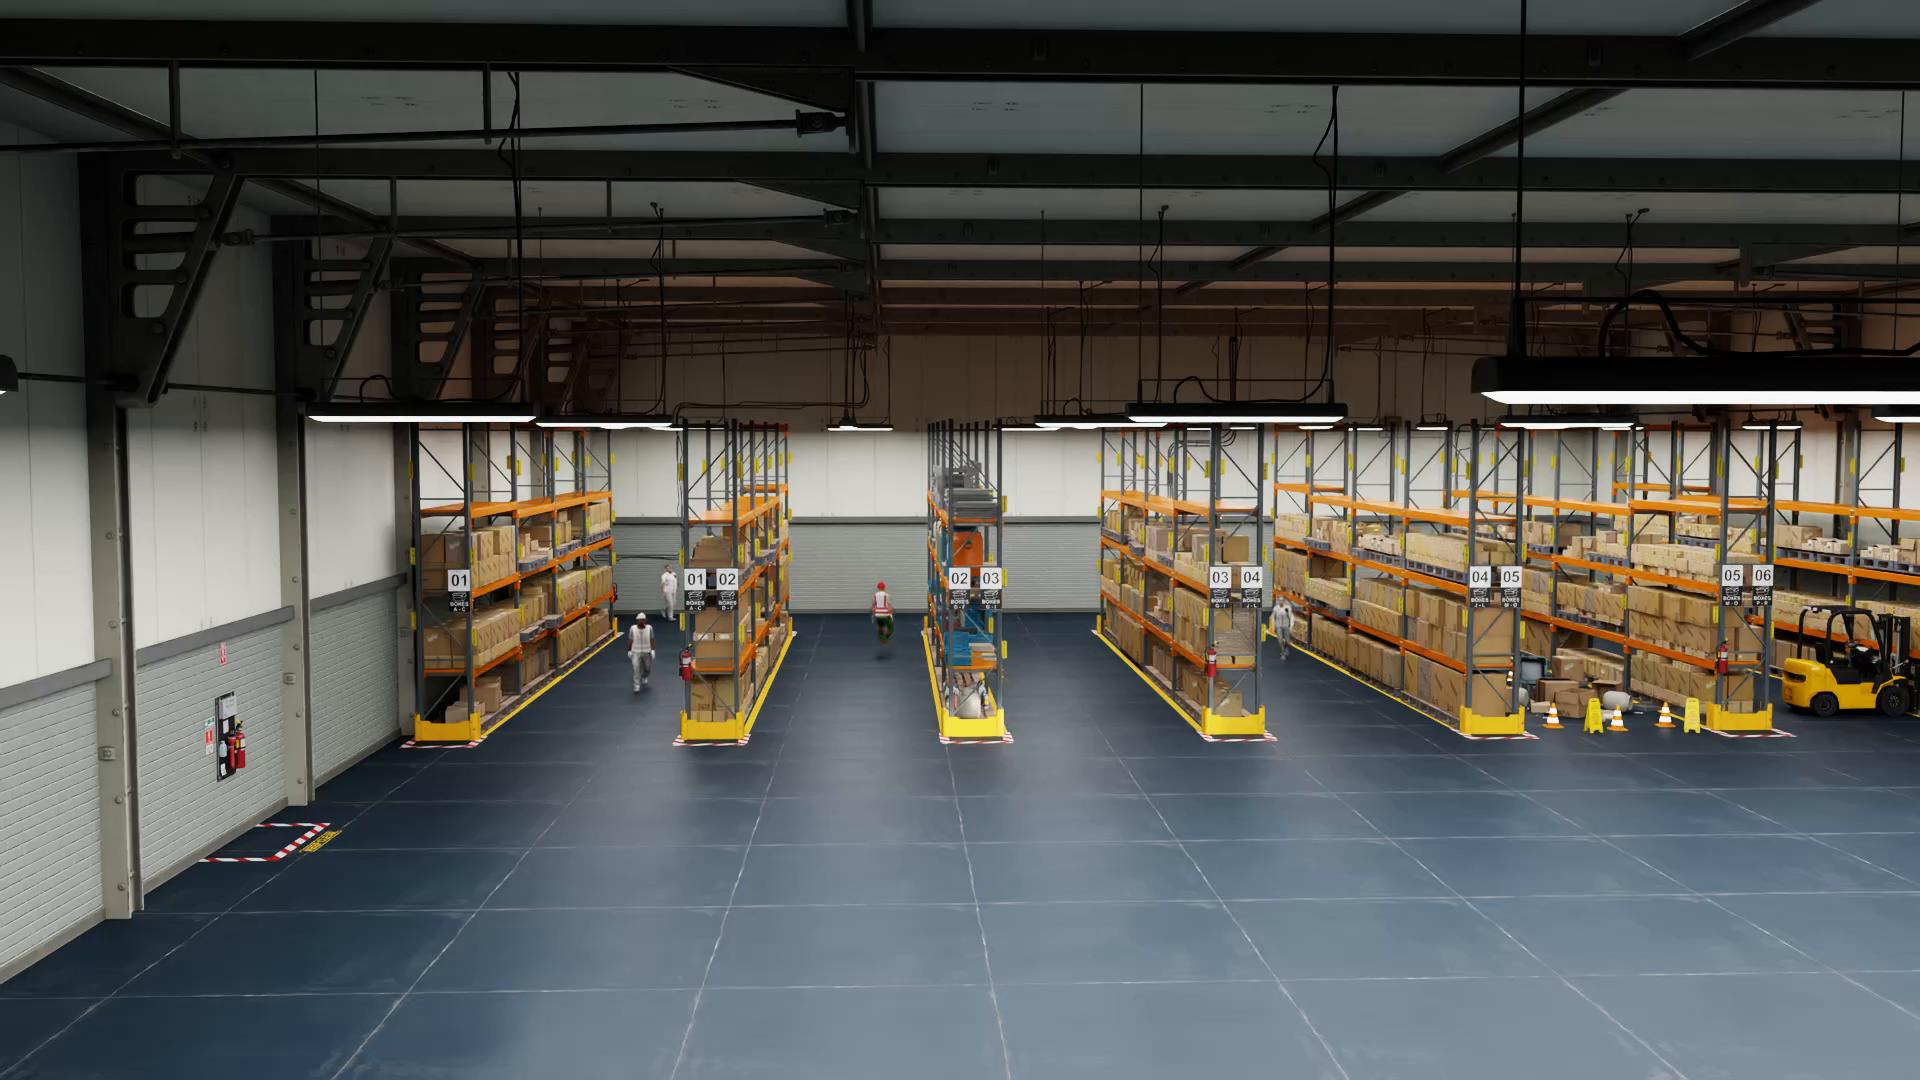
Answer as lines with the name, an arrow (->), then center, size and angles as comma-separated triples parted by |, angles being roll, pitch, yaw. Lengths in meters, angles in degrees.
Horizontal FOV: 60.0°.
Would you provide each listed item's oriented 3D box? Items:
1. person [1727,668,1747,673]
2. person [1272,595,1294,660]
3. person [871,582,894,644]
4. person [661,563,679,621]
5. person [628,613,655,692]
person -> 16.939, 2.585, 36.199 | 0.660, 1.654, 0.767 | 0, 4, -2
person -> 8.208, 2.202, 42.269 | 0.548, 1.648, 0.625 | 1, 4, 12
person -> -2.020, 1.894, 43.375 | 0.588, 1.604, 0.676 | 1, 4, 18
person -> -8.921, 1.575, 50.884 | 0.789, 1.742, 0.546 | 3, 4, 35
person -> -7.113, 2.484, 37.104 | 0.569, 1.730, 1.058 | -1, 4, -19
